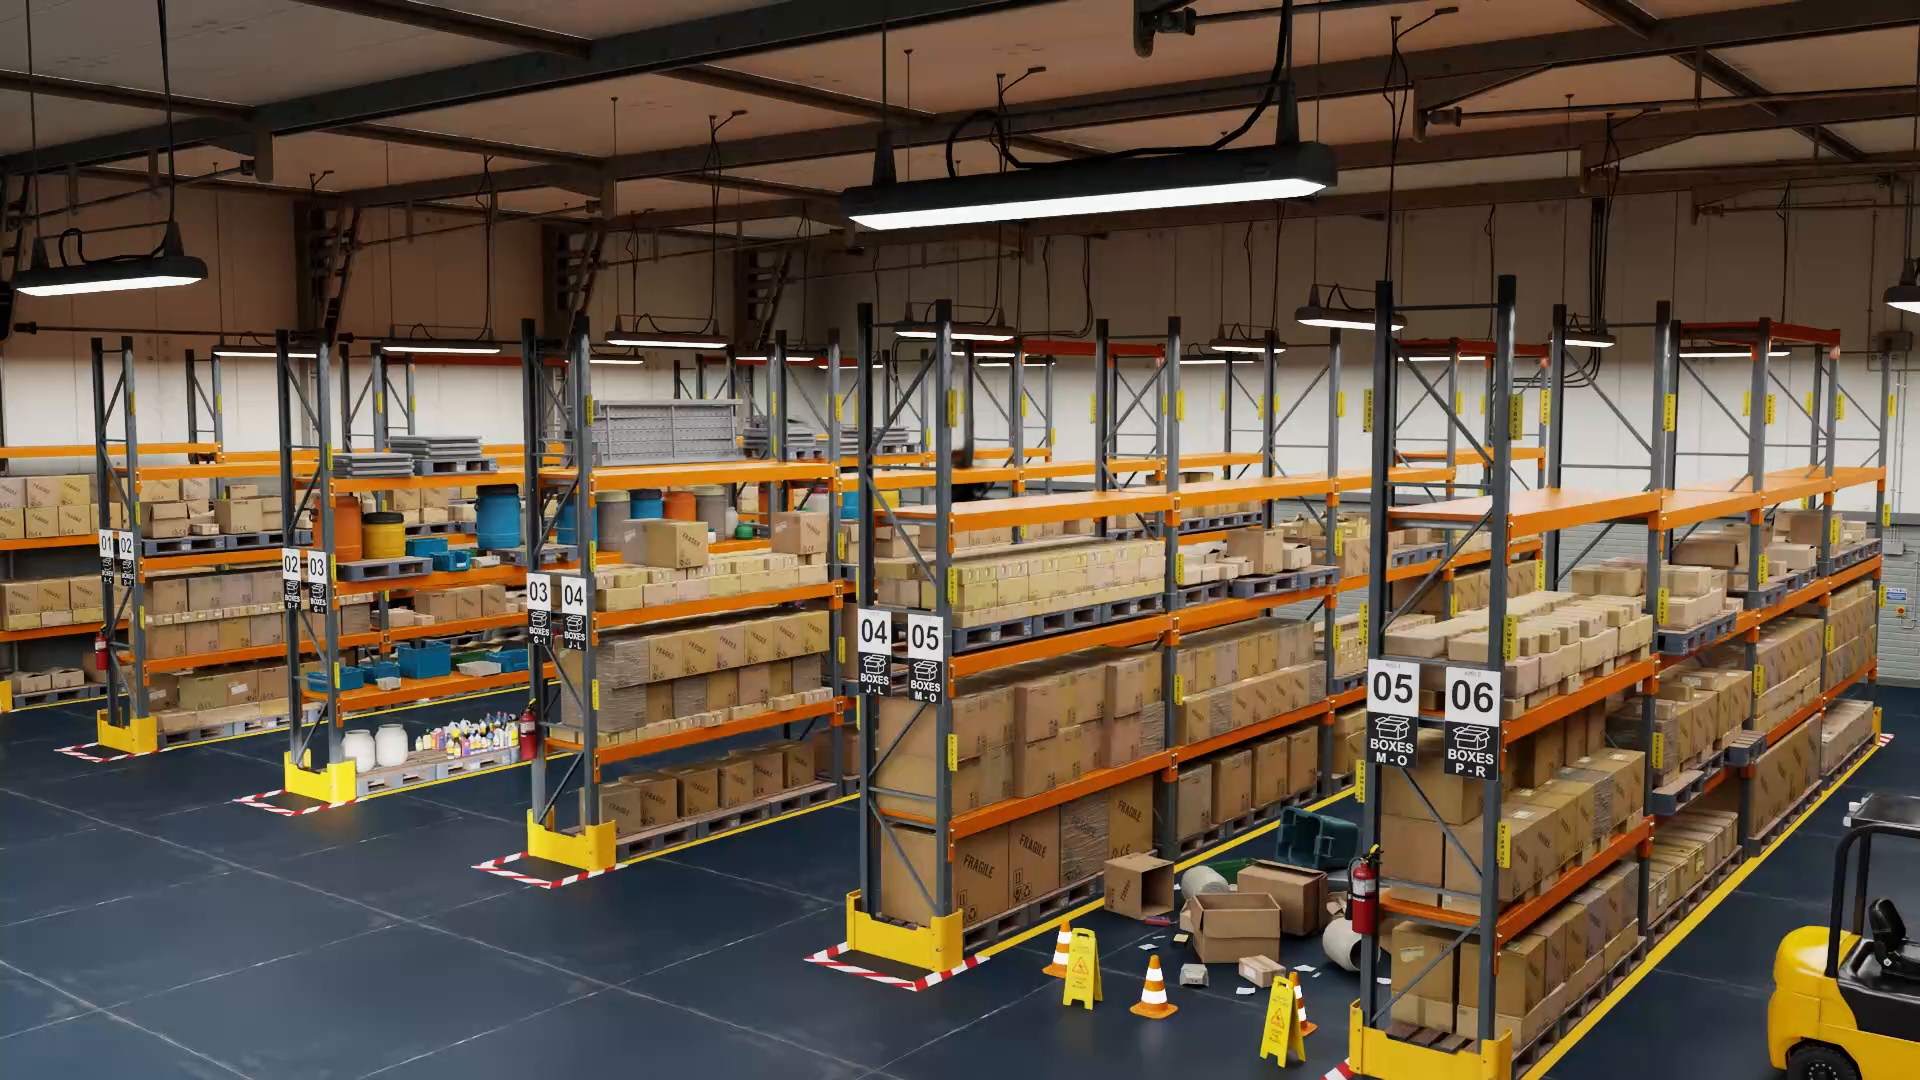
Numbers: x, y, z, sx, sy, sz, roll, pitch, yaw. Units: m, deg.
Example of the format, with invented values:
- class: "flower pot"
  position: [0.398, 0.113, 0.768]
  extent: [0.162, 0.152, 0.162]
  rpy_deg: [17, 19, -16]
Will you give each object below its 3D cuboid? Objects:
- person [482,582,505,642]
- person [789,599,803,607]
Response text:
- class: "person"
  position: [-8.770, 1.604, 31.448]
  extent: [0.601, 1.652, 0.543]
  rpy_deg: [3, 6, 30]
- class: "person"
  position: [-3.021, 1.590, 31.371]
  extent: [0.573, 1.653, 0.838]
  rpy_deg: [5, 7, 45]
